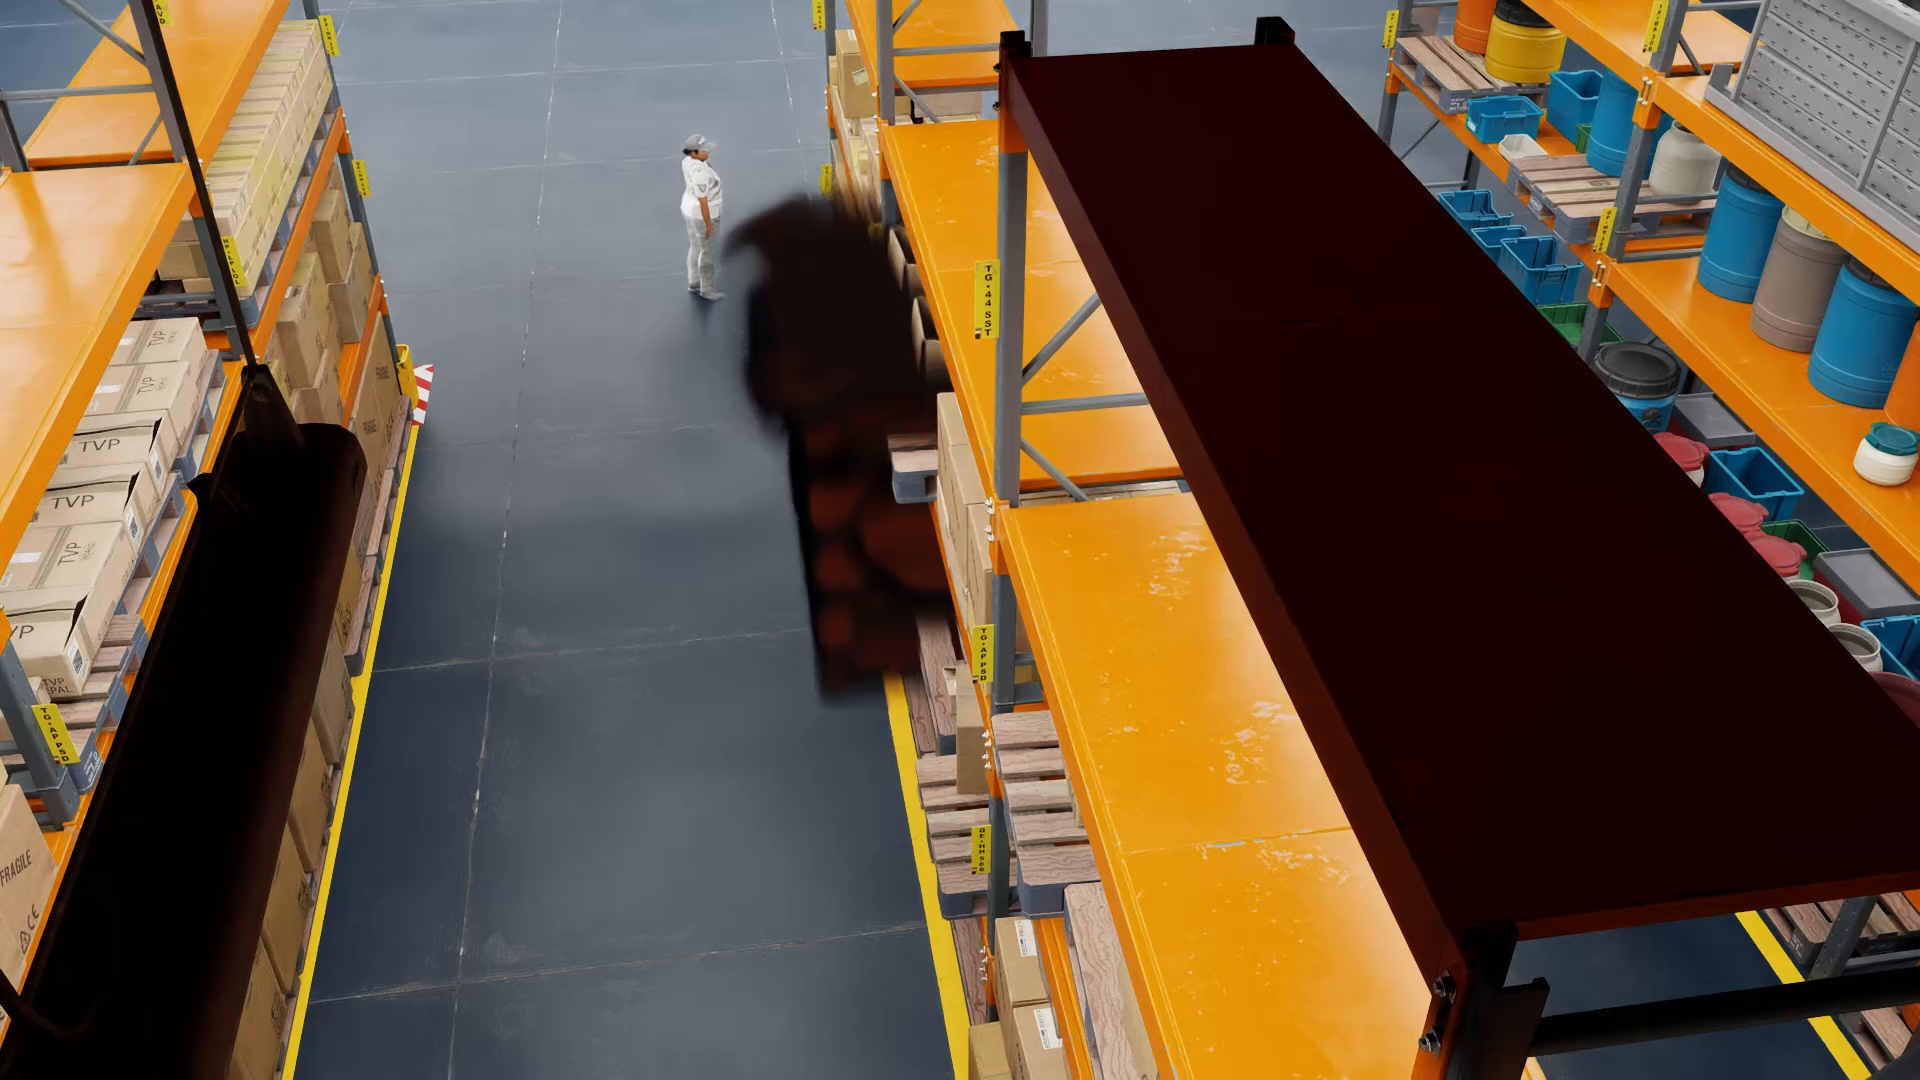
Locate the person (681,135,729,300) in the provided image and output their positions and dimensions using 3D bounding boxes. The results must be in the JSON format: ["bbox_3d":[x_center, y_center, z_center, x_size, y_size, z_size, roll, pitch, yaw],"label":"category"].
[{"bbox_3d":[-2.538,-3.194,16.418,0.417,1.694,0.530,-18,40,-23],"label":"person"}]
